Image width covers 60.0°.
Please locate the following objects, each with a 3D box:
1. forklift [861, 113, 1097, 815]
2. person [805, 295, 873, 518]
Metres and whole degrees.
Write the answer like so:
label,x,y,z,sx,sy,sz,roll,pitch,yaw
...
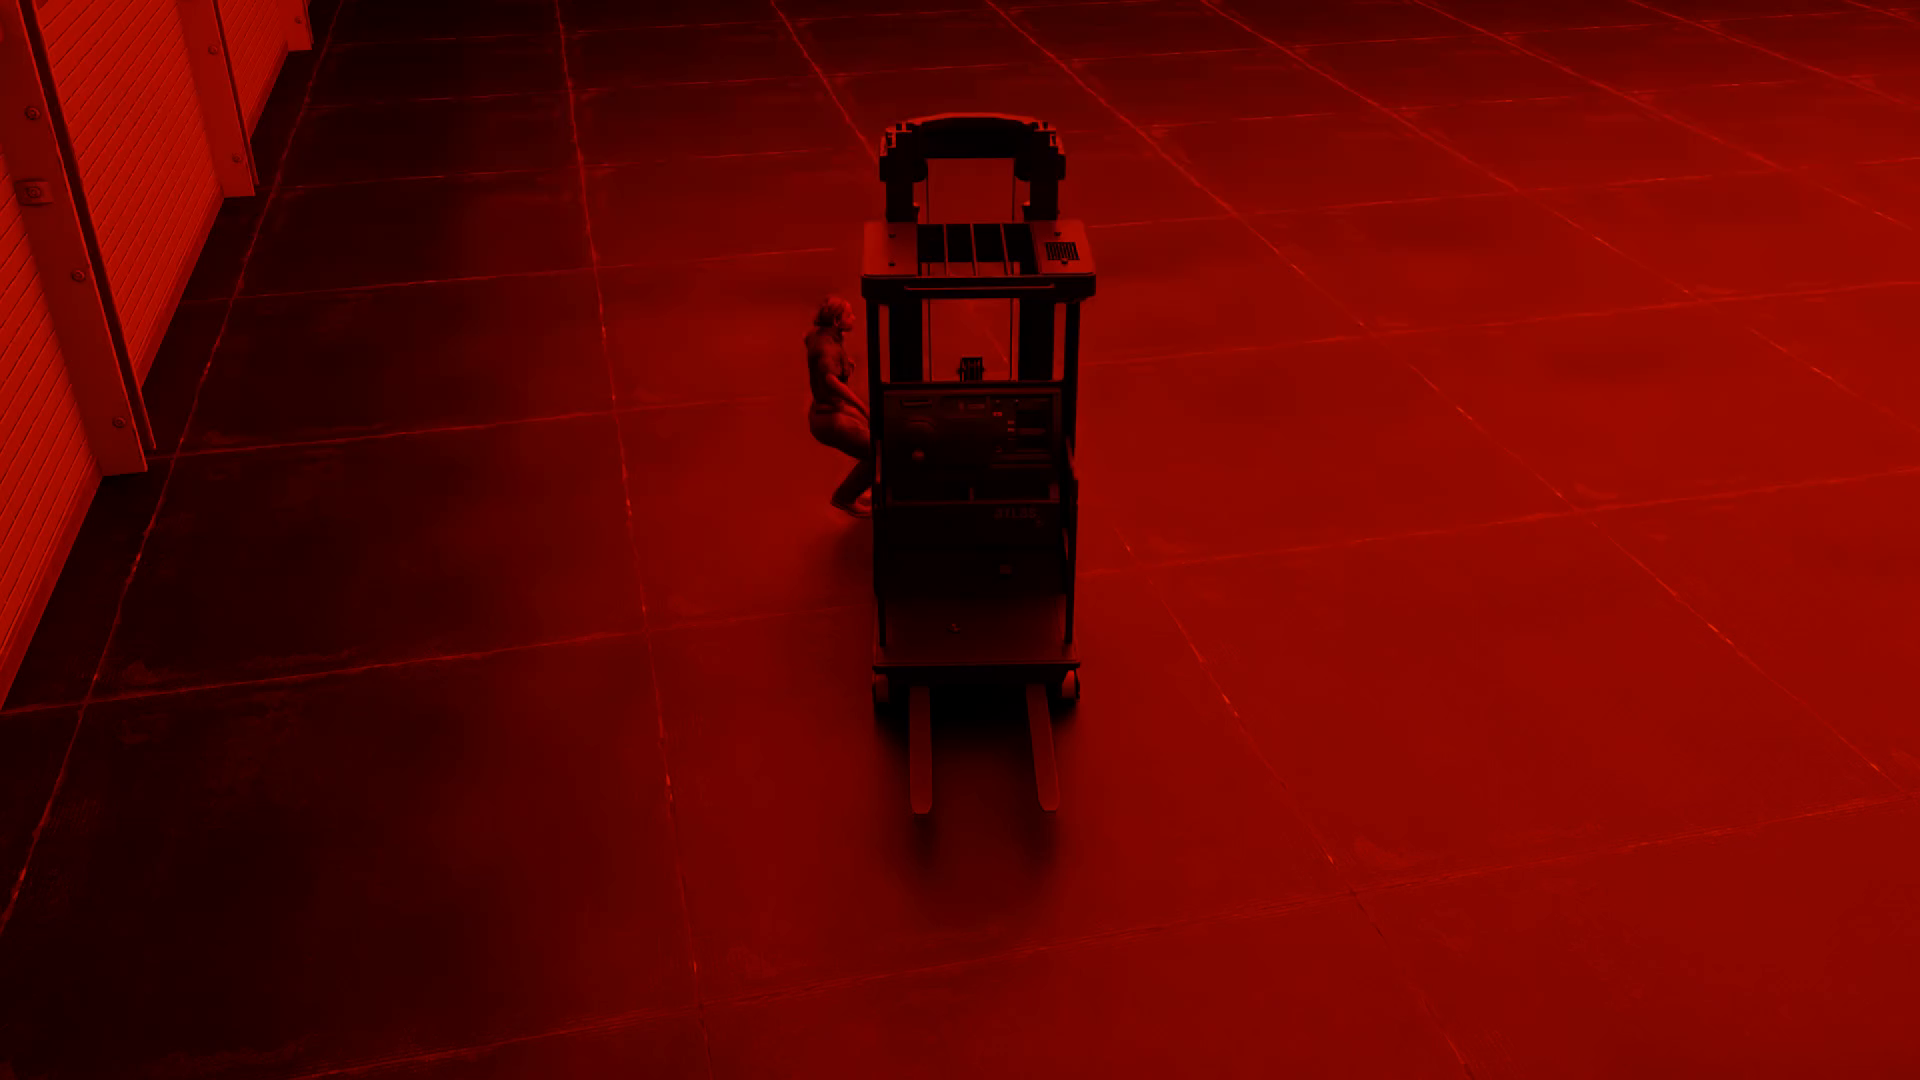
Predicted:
label,x,y,z,sx,sy,sz,roll,pitch,yaw
forklift,0.074,-0.548,8.521,1.130,2.935,3.031,-1,30,-2
person,-0.594,-0.817,10.371,0.693,1.534,0.946,-4,30,-6
